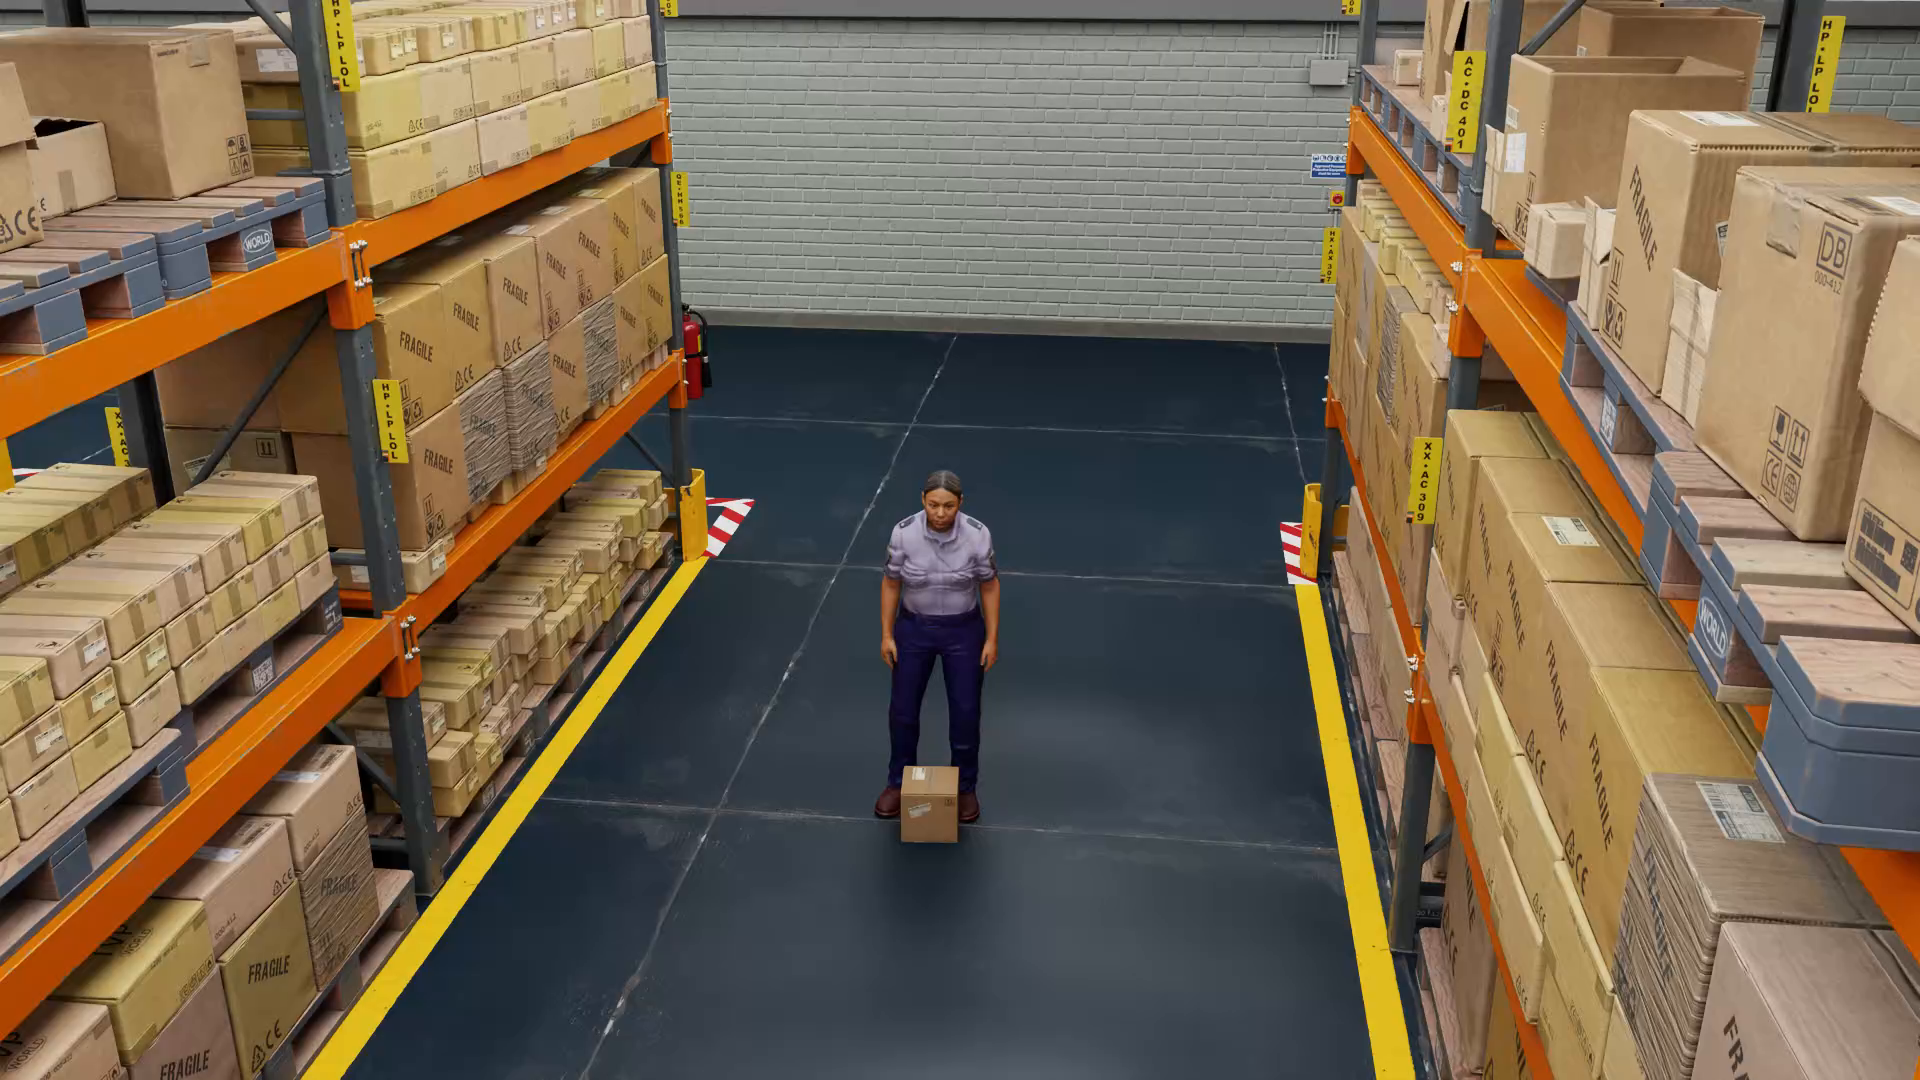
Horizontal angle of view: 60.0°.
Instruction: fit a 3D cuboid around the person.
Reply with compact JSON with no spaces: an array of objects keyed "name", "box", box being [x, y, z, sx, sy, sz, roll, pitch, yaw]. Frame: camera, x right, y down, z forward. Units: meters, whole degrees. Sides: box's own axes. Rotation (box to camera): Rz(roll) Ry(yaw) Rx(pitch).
[{"name":"person","box":[-0.110,0.450,7.439,0.554,1.652,0.372,1,21,3]}]
